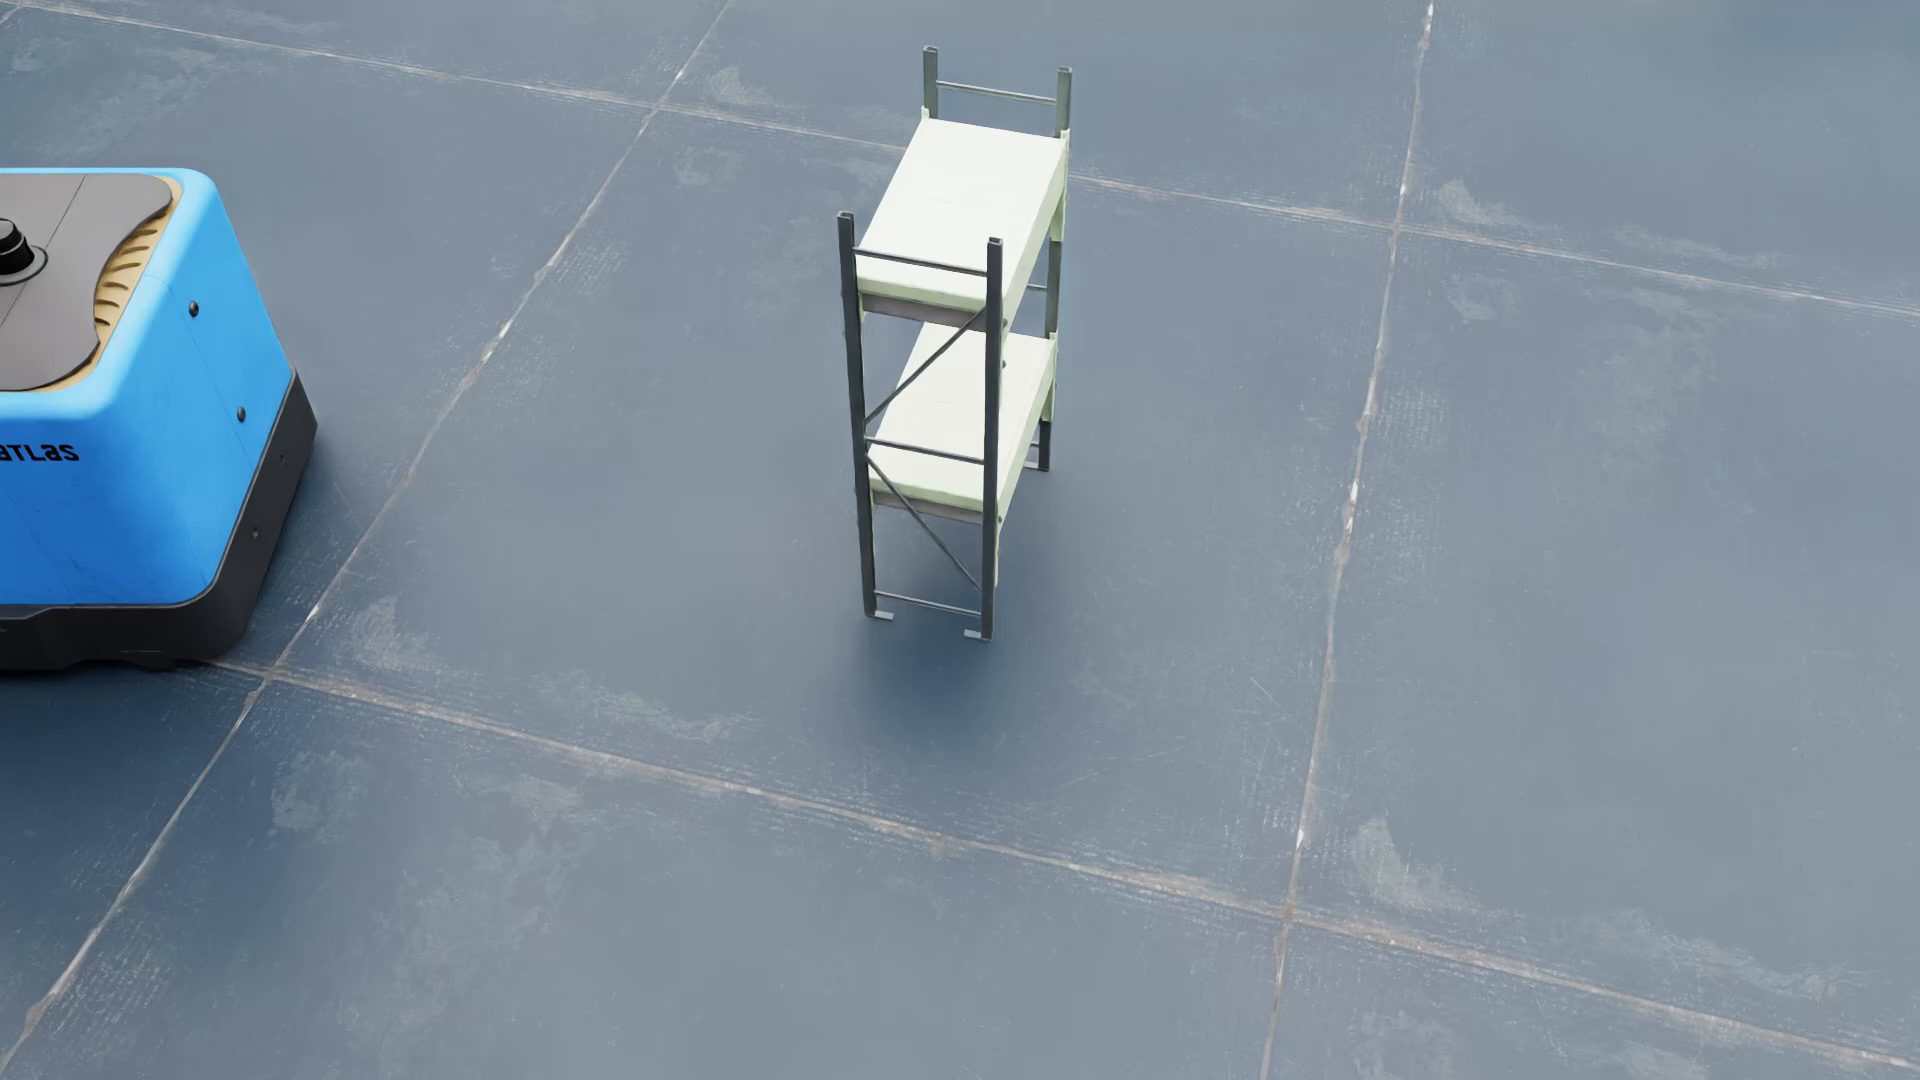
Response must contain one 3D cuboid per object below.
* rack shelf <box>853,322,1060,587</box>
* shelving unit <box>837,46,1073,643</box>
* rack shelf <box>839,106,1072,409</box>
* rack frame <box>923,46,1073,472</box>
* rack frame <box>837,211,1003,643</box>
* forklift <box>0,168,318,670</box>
[{"bbox_3d":[0.002,-0.285,4.936,0.431,0.370,0.720,12,50,10],"label":"rack shelf"},{"bbox_3d":[0.002,-0.501,4.692,0.431,1.500,0.755,12,50,10],"label":"shelving unit"},{"bbox_3d":[0.002,-0.759,4.399,0.431,0.370,0.720,12,50,10],"label":"rack shelf"},{"bbox_3d":[0.098,-0.766,4.926,0.400,1.500,0.023,12,50,10],"label":"rack frame"},{"bbox_3d":[-0.095,-0.236,4.458,0.400,1.500,0.023,12,50,10],"label":"rack frame"},{"bbox_3d":[-3.631,-0.966,4.148,3.031,2.935,1.130,0,49,0],"label":"forklift"}]
